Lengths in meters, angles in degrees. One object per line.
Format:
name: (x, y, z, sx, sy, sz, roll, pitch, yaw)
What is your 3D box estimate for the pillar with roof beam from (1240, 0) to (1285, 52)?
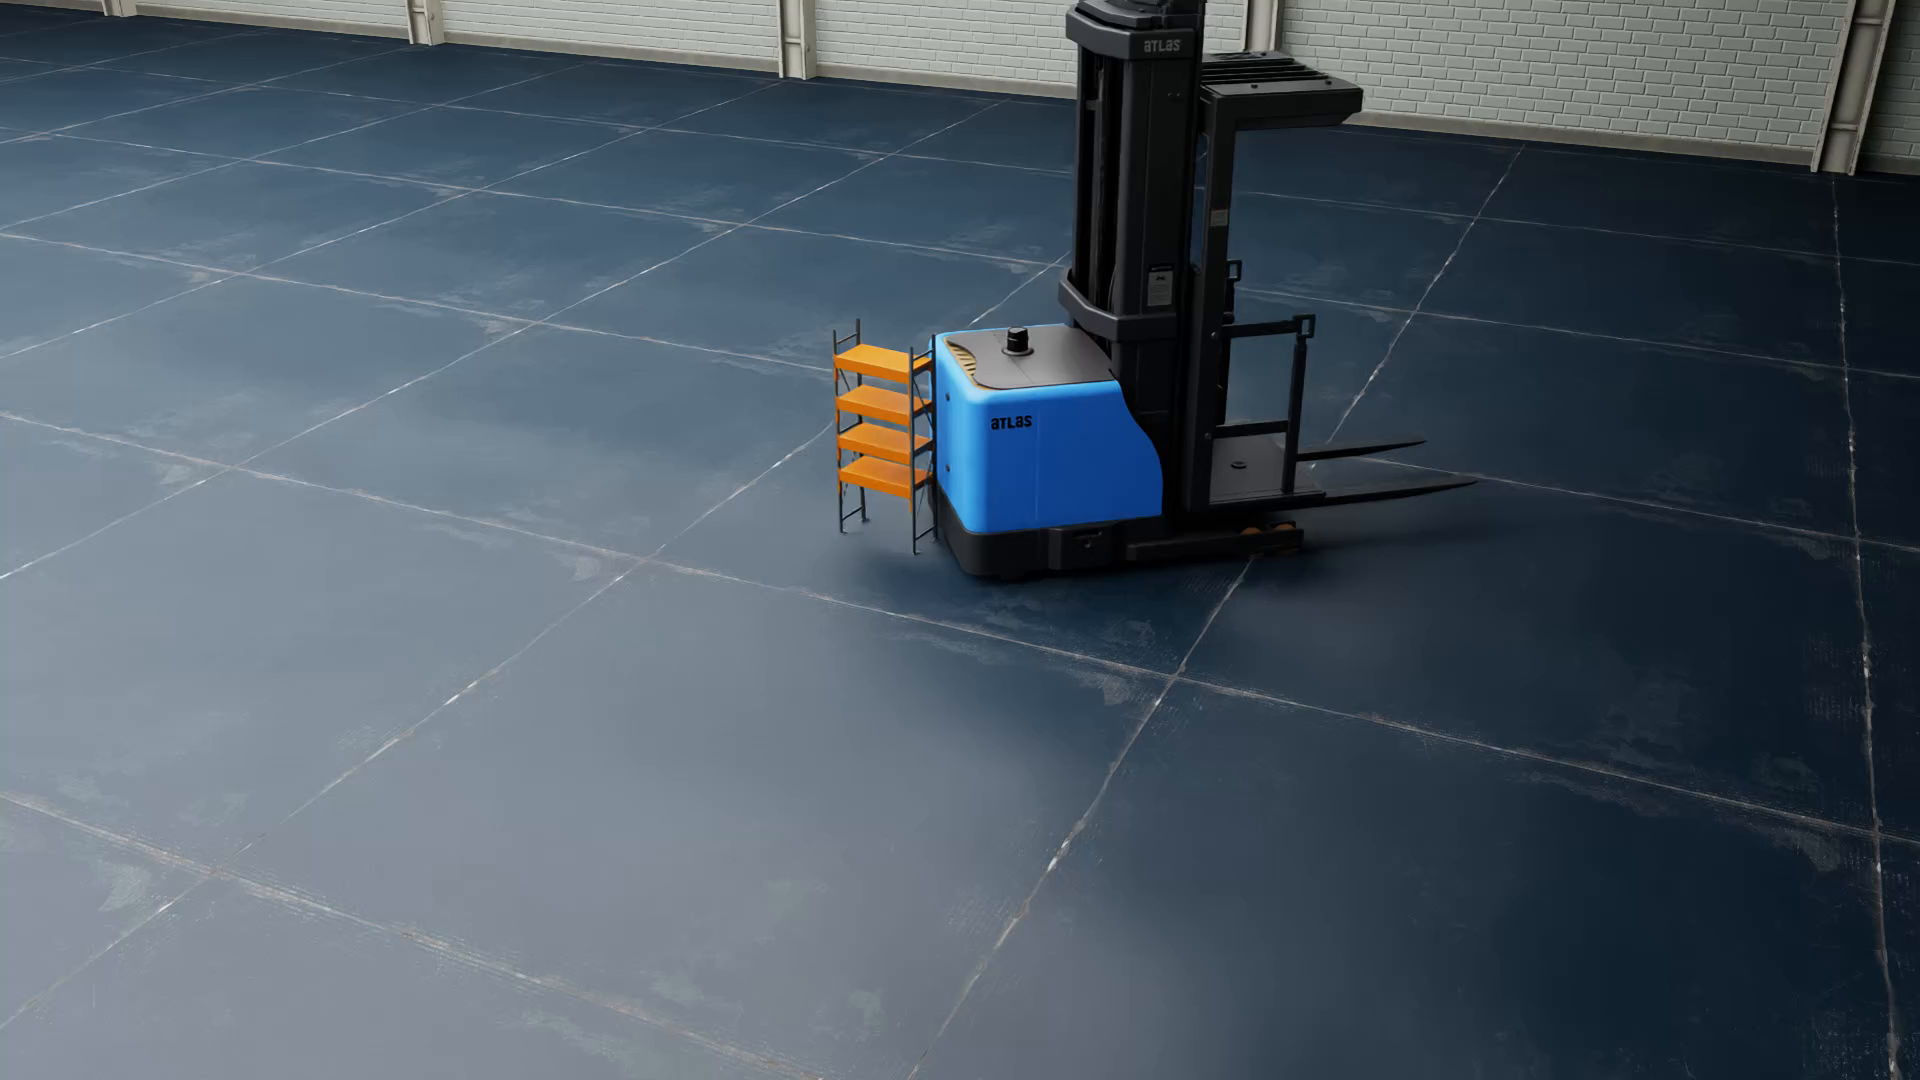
pillar with roof beam: (1.607, -7.155, 13.594, 0.400, 9.000, 9.100, 11, 28, 22)

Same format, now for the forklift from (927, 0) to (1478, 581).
forklift: (1.389, -1.434, 8.844, 3.031, 2.935, 1.130, -6, 27, -12)

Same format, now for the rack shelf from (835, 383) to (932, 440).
rack shelf: (-0.402, -0.697, 8.953, 0.480, 0.148, 0.258, 15, 30, 28)

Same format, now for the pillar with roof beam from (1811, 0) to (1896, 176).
pillar with roof beam: (7.069, -6.058, 11.366, 0.400, 9.000, 9.100, 11, 28, 22)

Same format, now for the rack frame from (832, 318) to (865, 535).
rack frame: (-0.609, -0.614, 9.138, 0.015, 1.200, 0.240, 15, 30, 28)

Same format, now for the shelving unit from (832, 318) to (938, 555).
shelving unit: (-0.402, -0.557, 9.022, 0.503, 1.200, 0.258, 15, 30, 28)

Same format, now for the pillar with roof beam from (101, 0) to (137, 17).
pillar with roof beam: (-14.778, -10.446, 20.279, 0.400, 9.000, 9.100, 11, 28, 22)

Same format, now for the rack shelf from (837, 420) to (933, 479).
rack shelf: (-0.402, -0.496, 9.052, 0.480, 0.148, 0.258, 15, 30, 28)

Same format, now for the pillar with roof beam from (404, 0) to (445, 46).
pillar with roof beam: (-9.316, -9.349, 18.051, 0.400, 9.000, 9.100, 11, 28, 22)

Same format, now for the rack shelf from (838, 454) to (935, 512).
rack shelf: (-0.402, -0.318, 9.140, 0.480, 0.148, 0.258, 15, 30, 28)

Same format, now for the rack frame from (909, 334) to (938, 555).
rack frame: (-0.195, -0.500, 8.907, 0.015, 1.200, 0.240, 15, 30, 28)

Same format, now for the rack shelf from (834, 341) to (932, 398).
rack shelf: (-0.402, -0.909, 8.849, 0.480, 0.148, 0.258, 15, 30, 28)

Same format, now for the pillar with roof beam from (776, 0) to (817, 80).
pillar with roof beam: (-3.855, -8.252, 15.823, 0.400, 9.000, 9.100, 11, 28, 22)
